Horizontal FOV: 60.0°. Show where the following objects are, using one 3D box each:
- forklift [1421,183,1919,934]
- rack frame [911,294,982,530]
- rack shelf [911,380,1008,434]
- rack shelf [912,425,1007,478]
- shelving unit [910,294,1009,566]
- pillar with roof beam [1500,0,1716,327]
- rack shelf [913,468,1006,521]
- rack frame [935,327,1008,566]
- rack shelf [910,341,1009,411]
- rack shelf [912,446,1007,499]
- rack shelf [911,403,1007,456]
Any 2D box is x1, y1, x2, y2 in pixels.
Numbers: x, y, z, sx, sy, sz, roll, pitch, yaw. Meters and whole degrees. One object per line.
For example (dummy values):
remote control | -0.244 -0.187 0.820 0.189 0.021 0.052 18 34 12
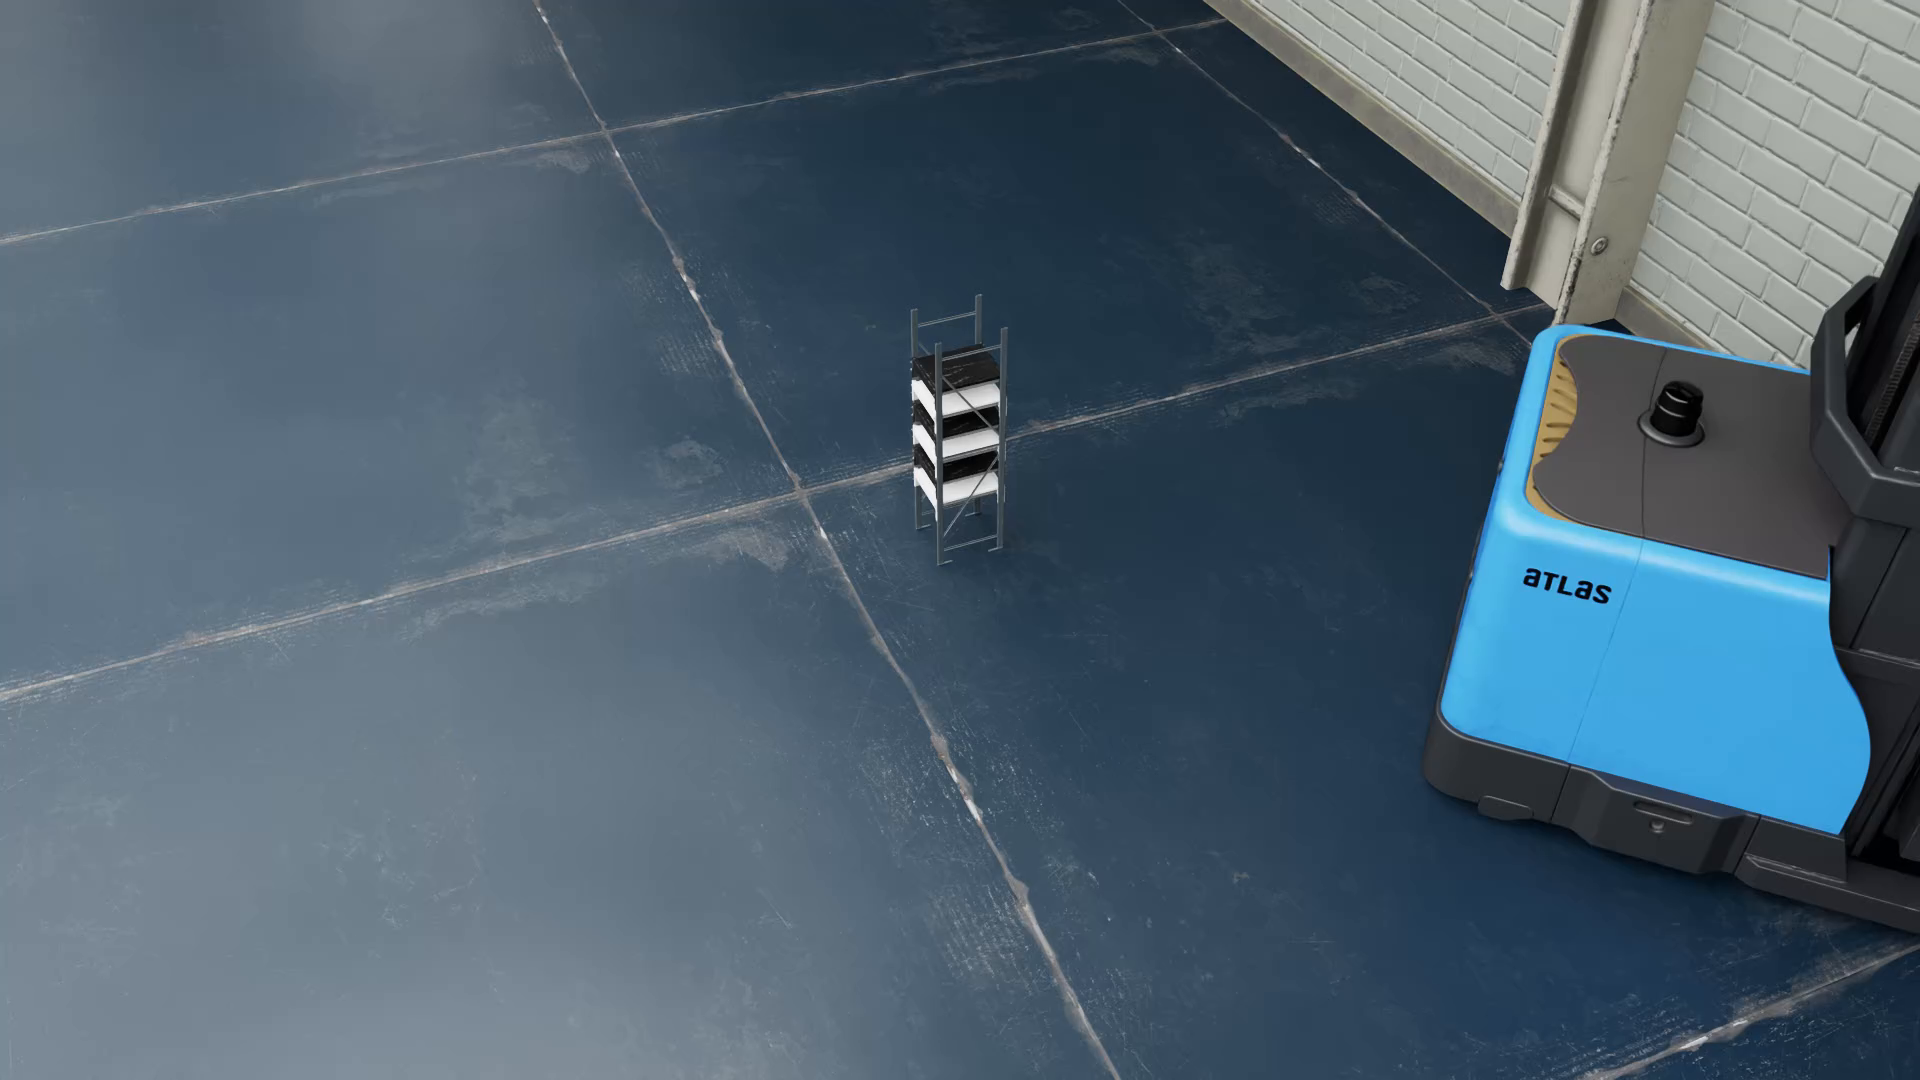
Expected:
forklift | 2.918 -0.300 3.851 3.031 2.935 1.130 14 43 16
rack frame | -0.042 -0.407 5.534 0.240 0.900 0.006 -15 43 -17
rack shelf | -0.003 -0.457 5.367 0.258 0.077 0.200 -15 43 -17
rack shelf | -0.003 -0.321 5.484 0.258 0.077 0.200 -15 43 -17
shelving unit | -0.003 -0.346 5.462 0.258 0.900 0.210 -15 43 -17
pillar with roof beam | -1.487 -3.337 2.729 9.100 9.000 0.400 -15 43 -17
rack shelf | -0.003 -0.184 5.601 0.258 0.077 0.200 -15 43 -17
rack frame | 0.036 -0.285 5.391 0.240 0.900 0.006 -15 43 -17
rack shelf | -0.003 -0.526 5.308 0.258 0.077 0.200 -15 43 -17
rack shelf | -0.003 -0.253 5.543 0.258 0.077 0.200 -15 43 -17
rack shelf | -0.003 -0.389 5.425 0.258 0.077 0.200 -15 43 -17
